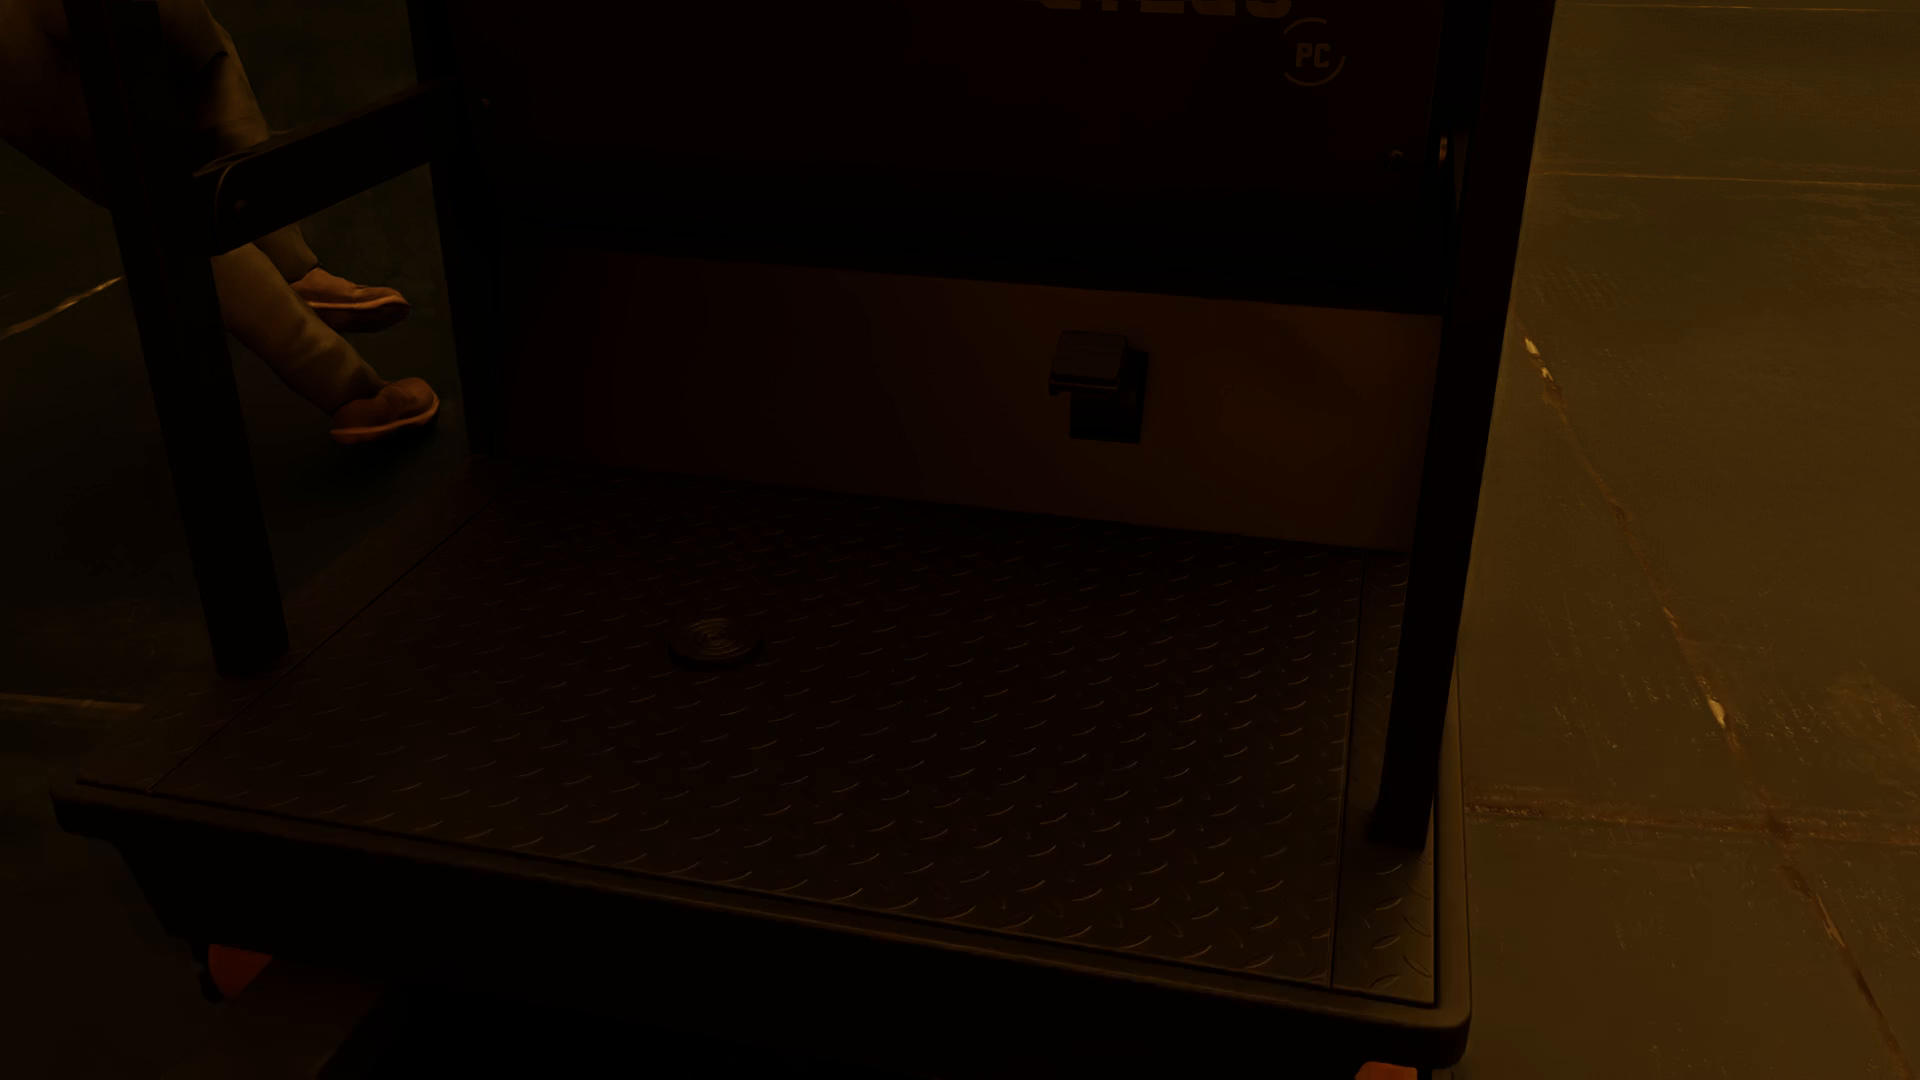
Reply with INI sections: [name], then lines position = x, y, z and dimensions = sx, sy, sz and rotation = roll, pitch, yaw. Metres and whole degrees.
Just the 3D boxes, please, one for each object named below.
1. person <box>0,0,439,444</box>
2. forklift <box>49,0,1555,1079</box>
[person]
position = -1.301, -0.883, 2.641
dimensions = 0.899, 1.421, 0.840
rotation = -6, 27, -13
[forklift]
position = -0.082, -0.941, 1.102
dimensions = 1.130, 2.935, 3.031
rotation = 6, 27, 13
